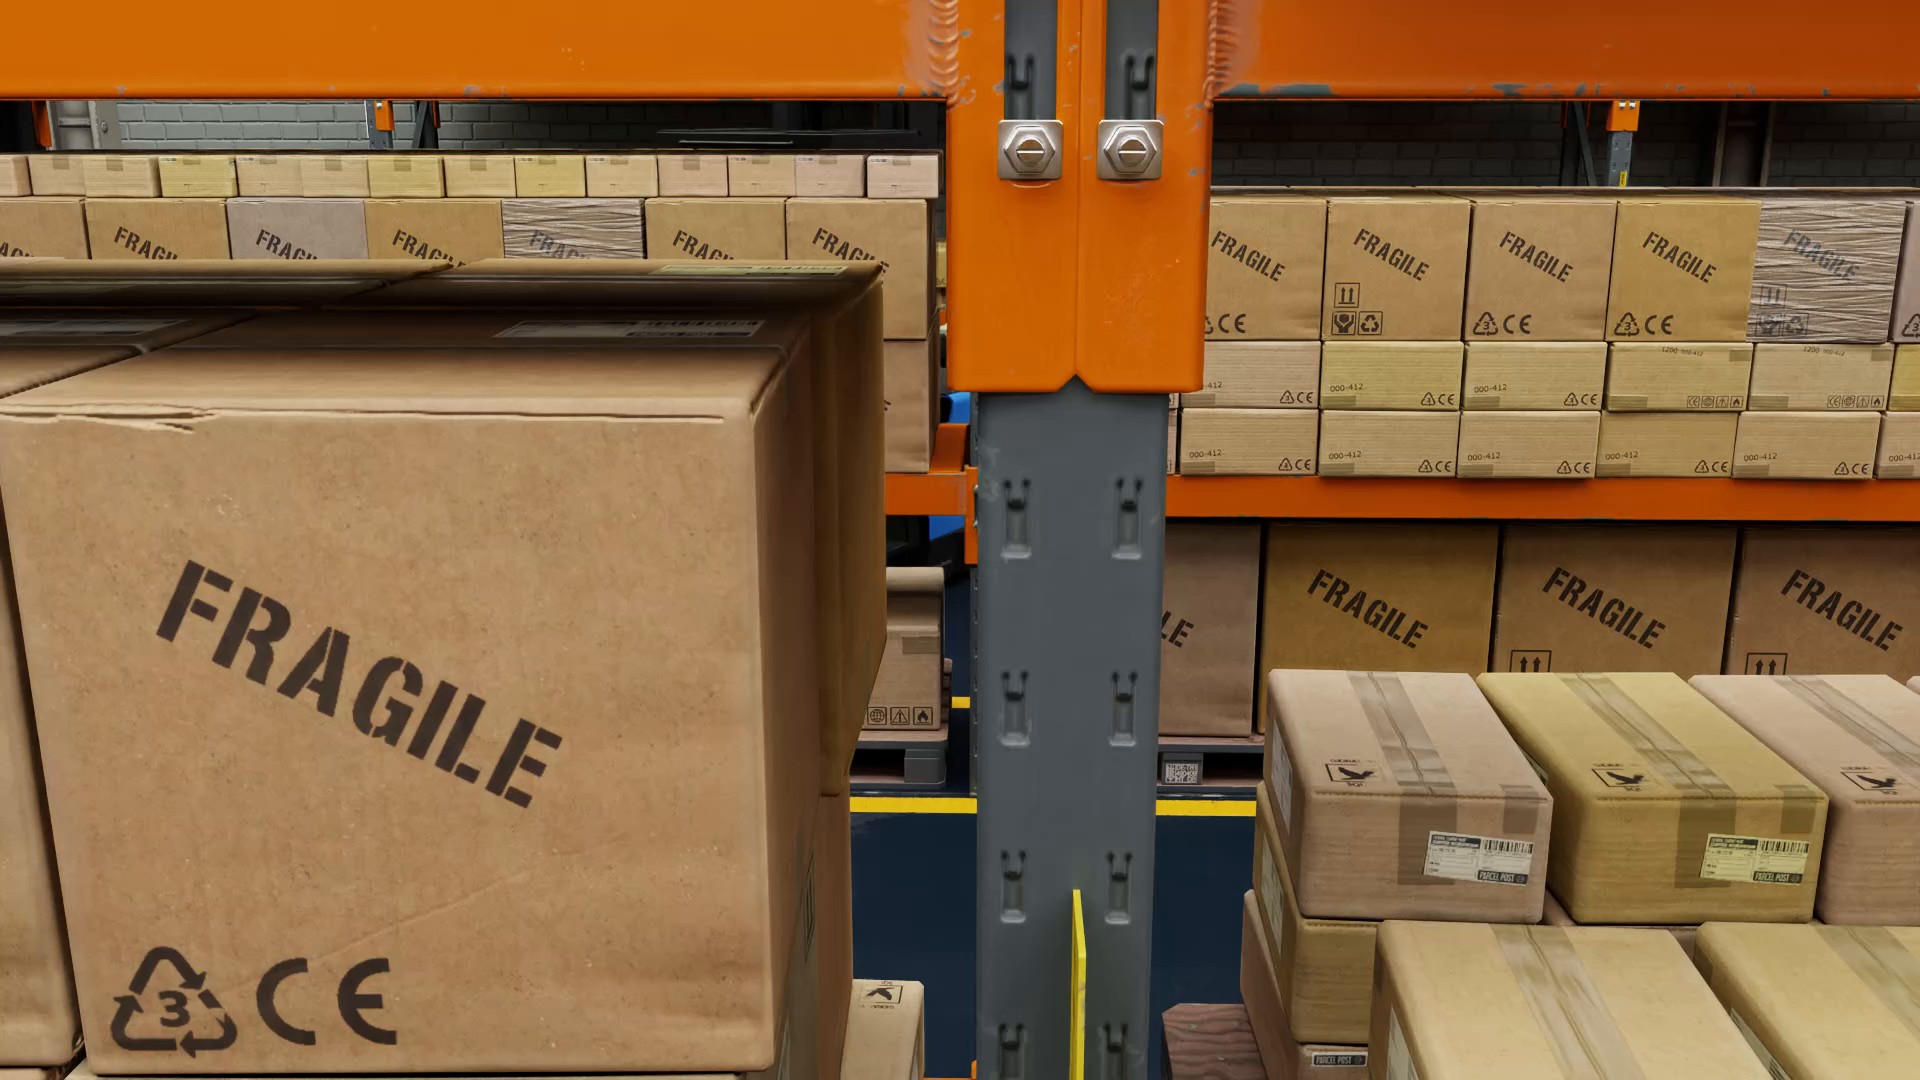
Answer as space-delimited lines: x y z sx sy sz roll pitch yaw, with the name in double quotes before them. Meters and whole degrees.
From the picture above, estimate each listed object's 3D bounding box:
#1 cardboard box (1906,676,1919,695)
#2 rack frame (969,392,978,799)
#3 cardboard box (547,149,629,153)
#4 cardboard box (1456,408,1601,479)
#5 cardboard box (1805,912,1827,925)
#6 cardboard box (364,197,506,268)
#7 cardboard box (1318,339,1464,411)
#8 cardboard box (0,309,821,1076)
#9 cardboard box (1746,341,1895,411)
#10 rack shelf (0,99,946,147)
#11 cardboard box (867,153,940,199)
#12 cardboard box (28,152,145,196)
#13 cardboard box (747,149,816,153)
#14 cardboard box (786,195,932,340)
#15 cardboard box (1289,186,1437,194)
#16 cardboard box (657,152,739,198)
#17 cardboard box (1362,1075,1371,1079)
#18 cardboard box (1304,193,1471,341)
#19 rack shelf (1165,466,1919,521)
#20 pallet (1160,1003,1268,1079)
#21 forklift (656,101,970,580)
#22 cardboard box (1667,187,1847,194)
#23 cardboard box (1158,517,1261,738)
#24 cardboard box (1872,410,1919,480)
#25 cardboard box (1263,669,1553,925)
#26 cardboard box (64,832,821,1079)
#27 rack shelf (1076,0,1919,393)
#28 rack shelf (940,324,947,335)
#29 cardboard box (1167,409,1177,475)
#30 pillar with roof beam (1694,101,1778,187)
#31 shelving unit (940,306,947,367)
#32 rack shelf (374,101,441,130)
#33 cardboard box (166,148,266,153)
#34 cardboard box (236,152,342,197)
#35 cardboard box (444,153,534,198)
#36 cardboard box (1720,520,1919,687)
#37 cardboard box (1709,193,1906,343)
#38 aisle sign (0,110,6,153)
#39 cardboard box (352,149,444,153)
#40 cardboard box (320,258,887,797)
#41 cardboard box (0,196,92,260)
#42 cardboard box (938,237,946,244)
"cardboard box" 1.283 0.286 1.879 0.250 0.149 0.380 0 15 1
"rack frame" 0.113 -0.566 6.605 0.127 3.000 1.000 0 15 1
"cardboard box" -1.474 -1.475 6.624 0.250 0.149 0.380 0 15 1
"cardboard box" 2.075 -0.407 6.297 0.500 0.250 0.500 0 15 1
"cardboard box" 1.002 0.428 1.925 0.250 0.149 0.380 1 15 4
"cardboard box" -1.883 -1.042 6.253 0.500 0.500 0.500 0 15 2
"cardboard box" 1.572 -0.654 6.253 0.500 0.250 0.500 1 15 2
"cardboard box" -0.389 0.087 1.390 0.500 0.500 0.500 0 15 -1
"cardboard box" 3.109 -0.650 6.237 0.500 0.250 0.500 0 15 0
"rack shelf" -1.886 -1.681 6.363 4.000 0.370 1.077 0 15 1
"cardboard box" -0.203 -1.332 6.082 0.250 0.149 0.380 0 15 0
"cardboard box" -3.274 -1.381 6.267 0.250 0.149 0.380 1 15 3
"cardboard box" -0.709 -1.468 6.597 0.250 0.149 0.380 0 15 1
"cardboard box" -0.365 -1.030 6.209 0.500 0.500 0.500 0 15 1
"cardboard box" 1.590 -1.149 6.659 0.500 0.500 0.500 1 15 3
"cardboard box" -0.966 -1.363 6.198 0.250 0.149 0.380 0 15 1
"cardboard box" 0.470 0.592 1.304 0.250 0.149 0.380 1 15 2
"cardboard box" 1.556 -1.021 6.175 0.500 0.500 0.500 0 15 0
"rack shelf" 2.113 -0.205 6.647 4.000 0.370 1.077 0 15 1
"pallet" 0.848 0.832 1.683 1.213 0.211 1.003 0 15 1
"forklift" -0.840 -1.084 8.702 1.130 2.935 3.031 9 17 31
"cardboard box" 3.129 -1.138 6.617 0.500 0.500 0.500 0 15 2
"cardboard box" 0.735 0.242 6.884 0.875 0.875 0.875 1 15 3
"cardboard box" 3.600 -0.404 6.287 0.500 0.250 0.500 0 15 -1
"cardboard box" 0.494 0.281 1.899 0.250 0.149 0.380 1 15 4
"cardboard box" -0.403 0.574 1.506 0.500 0.500 0.500 0 15 2
"rack shelf" 2.087 -0.392 1.477 4.000 0.370 1.077 0 15 1
"rack shelf" 0.229 -1.153 10.239 0.720 0.370 0.431 5 15 17
"cardboard box" 0.546 -0.423 6.358 0.500 0.250 0.500 0 15 0
"pillar with roof beam" 5.451 -3.830 7.217 0.400 9.000 9.100 0 15 1
"shelving unit" 0.229 -0.775 10.338 0.755 1.500 0.431 5 15 17
"rack shelf" -1.763 -2.947 11.161 4.000 0.370 1.077 0 15 1
"cardboard box" -3.007 -1.510 6.757 0.250 0.149 0.380 0 15 1
"cardboard box" -2.489 -1.365 6.205 0.250 0.149 0.380 1 15 2
"cardboard box" -1.725 -1.354 6.166 0.250 0.149 0.380 0 15 1
"cardboard box" 3.424 0.259 6.821 0.875 0.875 0.875 0 15 1
"cardboard box" 3.075 -1.010 6.130 0.500 0.500 0.500 1 15 2
"aisle sign" -3.949 -1.928 6.673 0.004 0.787 0.394 0 15 1
"cardboard box" -2.244 -1.492 6.687 0.250 0.149 0.380 1 15 3
"cardboard box" -0.357 -0.044 1.886 0.500 0.500 0.500 1 15 3
"cardboard box" -3.413 -1.048 6.276 0.500 0.500 0.500 0 15 0
"cardboard box" -0.252 -1.975 11.657 0.500 0.250 0.500 0 15 1
